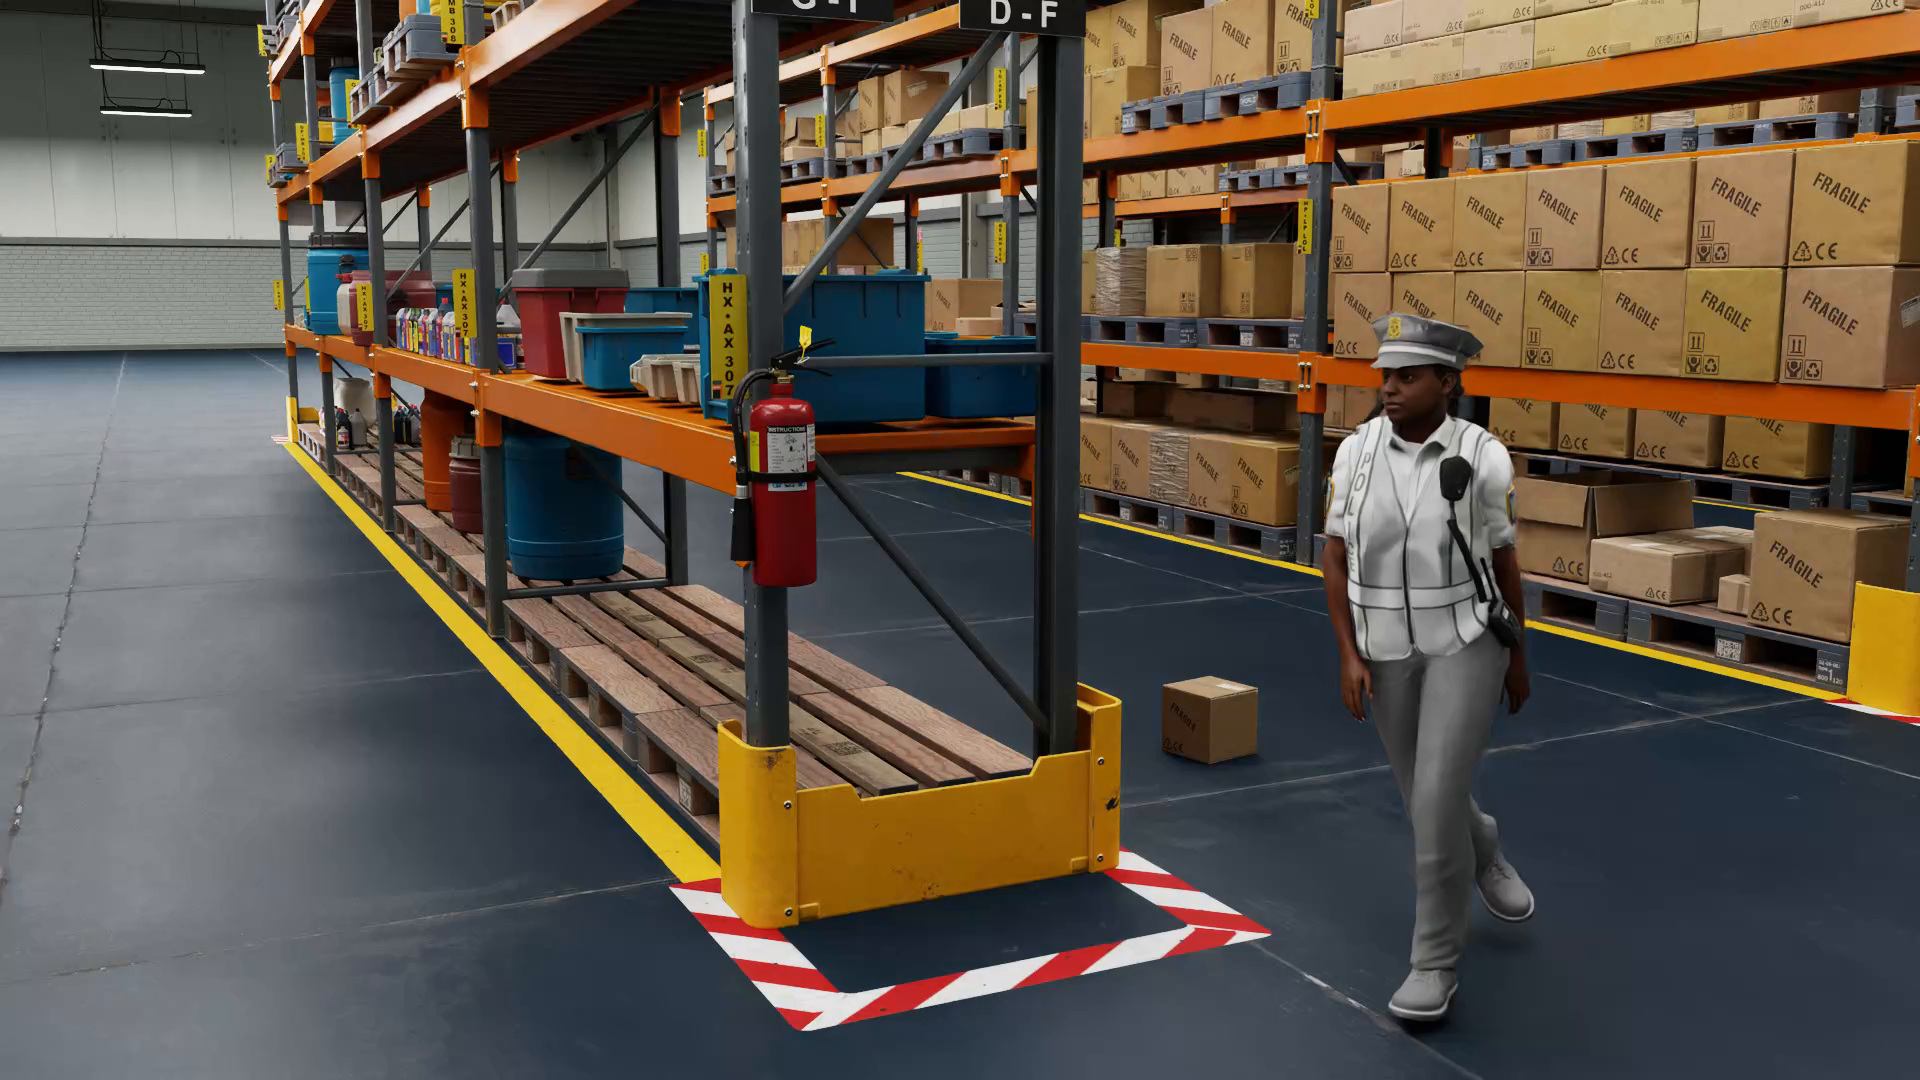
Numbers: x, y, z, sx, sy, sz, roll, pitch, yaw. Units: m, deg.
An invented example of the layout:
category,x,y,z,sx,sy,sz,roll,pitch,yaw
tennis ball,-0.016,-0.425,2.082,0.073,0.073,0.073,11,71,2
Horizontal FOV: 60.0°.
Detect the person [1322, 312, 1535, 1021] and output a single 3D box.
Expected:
category,x,y,z,sx,sy,sz,roll,pitch,yaw
person,1.162,0.256,4.129,0.477,1.634,0.852,5,10,30
